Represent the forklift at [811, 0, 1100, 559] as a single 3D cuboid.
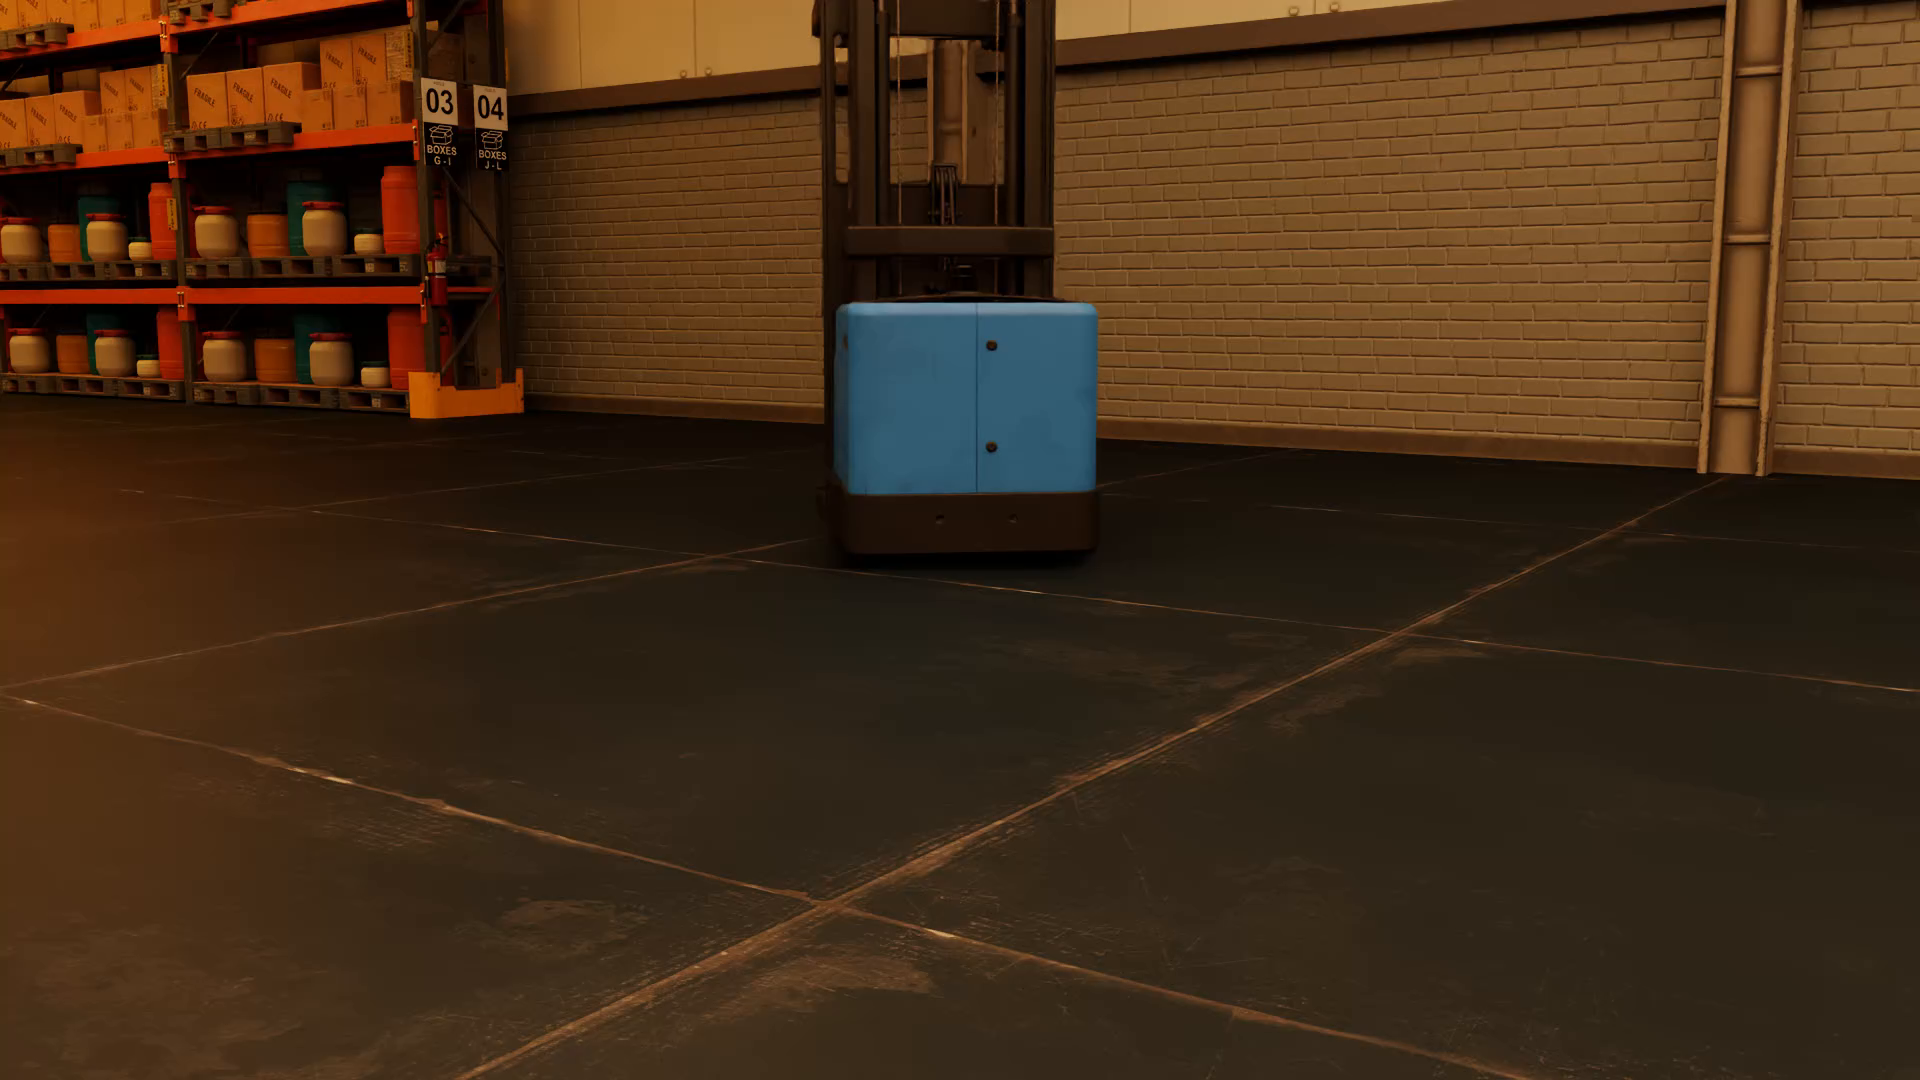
[{"bbox_3d":[-0.138,-1.541,8.026,1.130,2.935,3.031,-1,8,-8],"label":"forklift"}]
